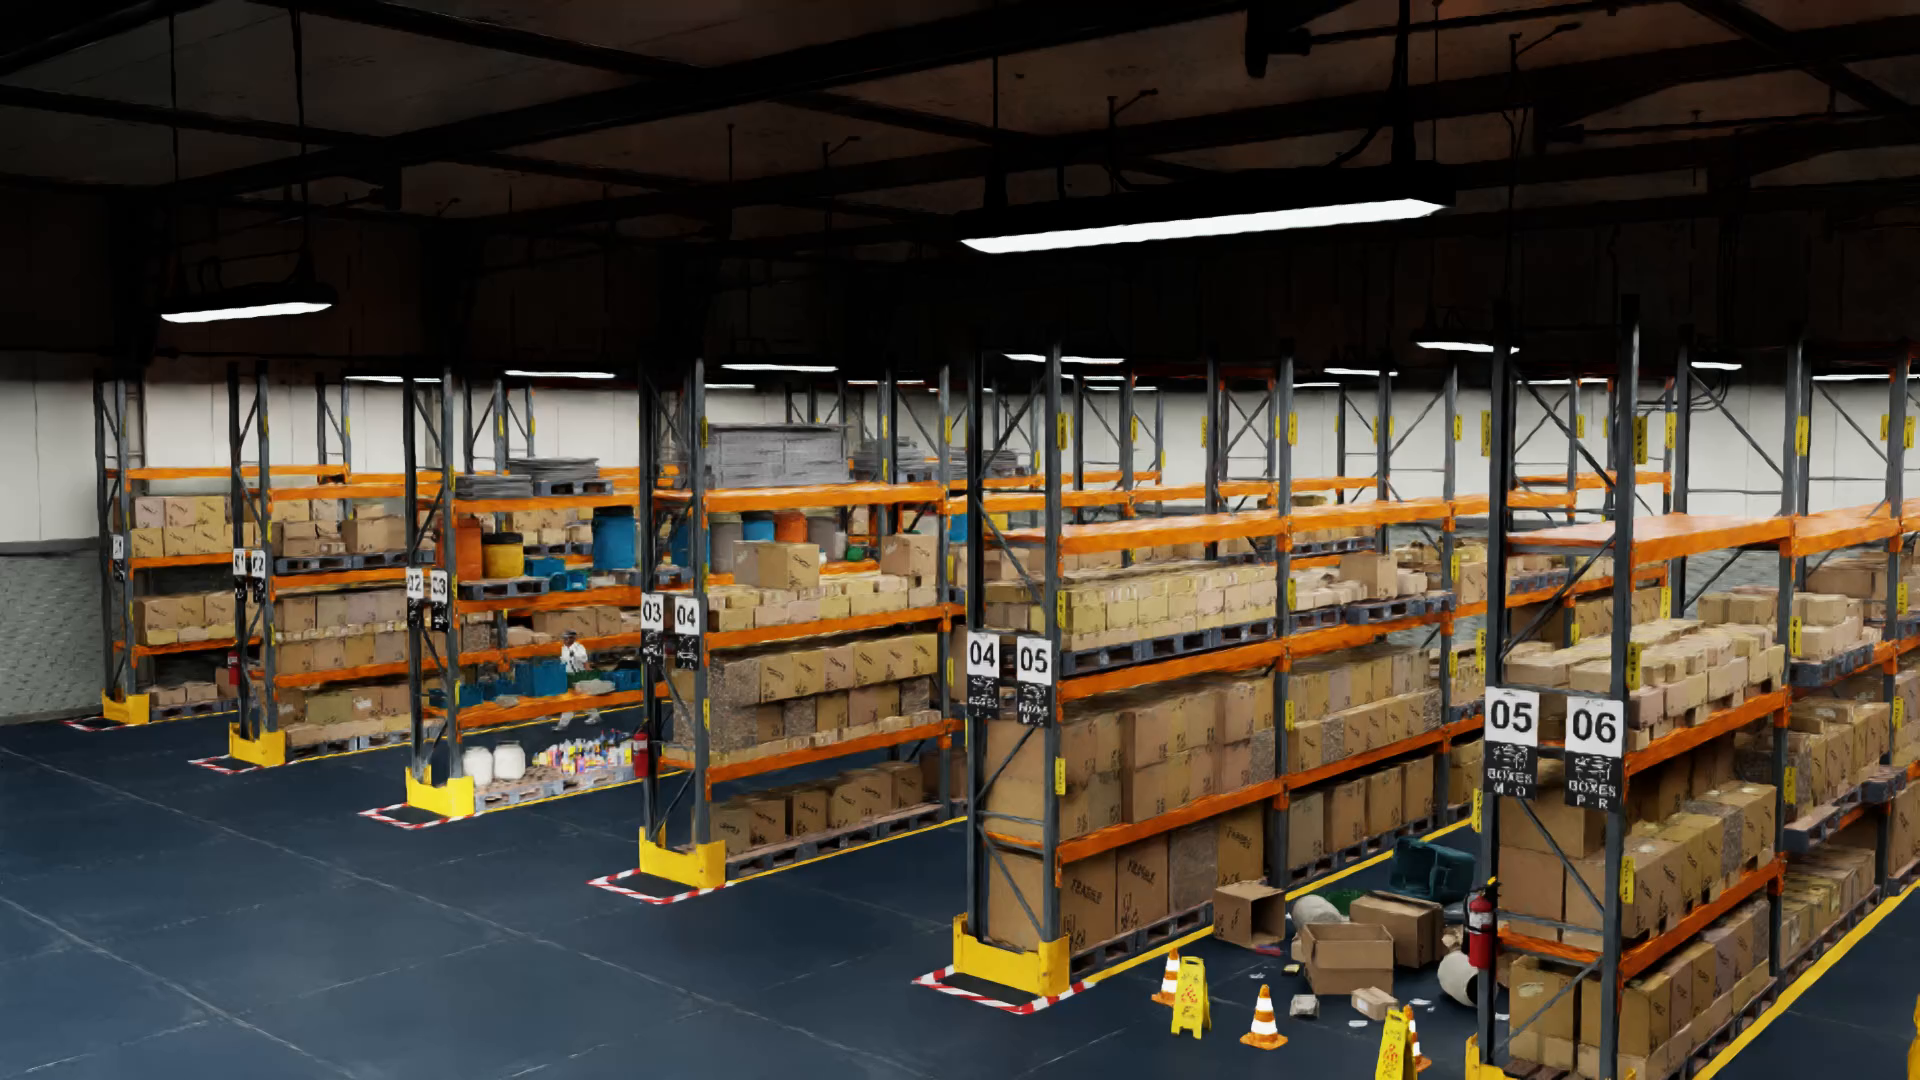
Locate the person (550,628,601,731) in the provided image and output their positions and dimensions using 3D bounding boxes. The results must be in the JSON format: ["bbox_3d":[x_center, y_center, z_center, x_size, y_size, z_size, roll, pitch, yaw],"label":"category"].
[{"bbox_3d":[-6.416,2.284,27.560,0.542,1.675,1.126,4,6,43],"label":"person"}]
